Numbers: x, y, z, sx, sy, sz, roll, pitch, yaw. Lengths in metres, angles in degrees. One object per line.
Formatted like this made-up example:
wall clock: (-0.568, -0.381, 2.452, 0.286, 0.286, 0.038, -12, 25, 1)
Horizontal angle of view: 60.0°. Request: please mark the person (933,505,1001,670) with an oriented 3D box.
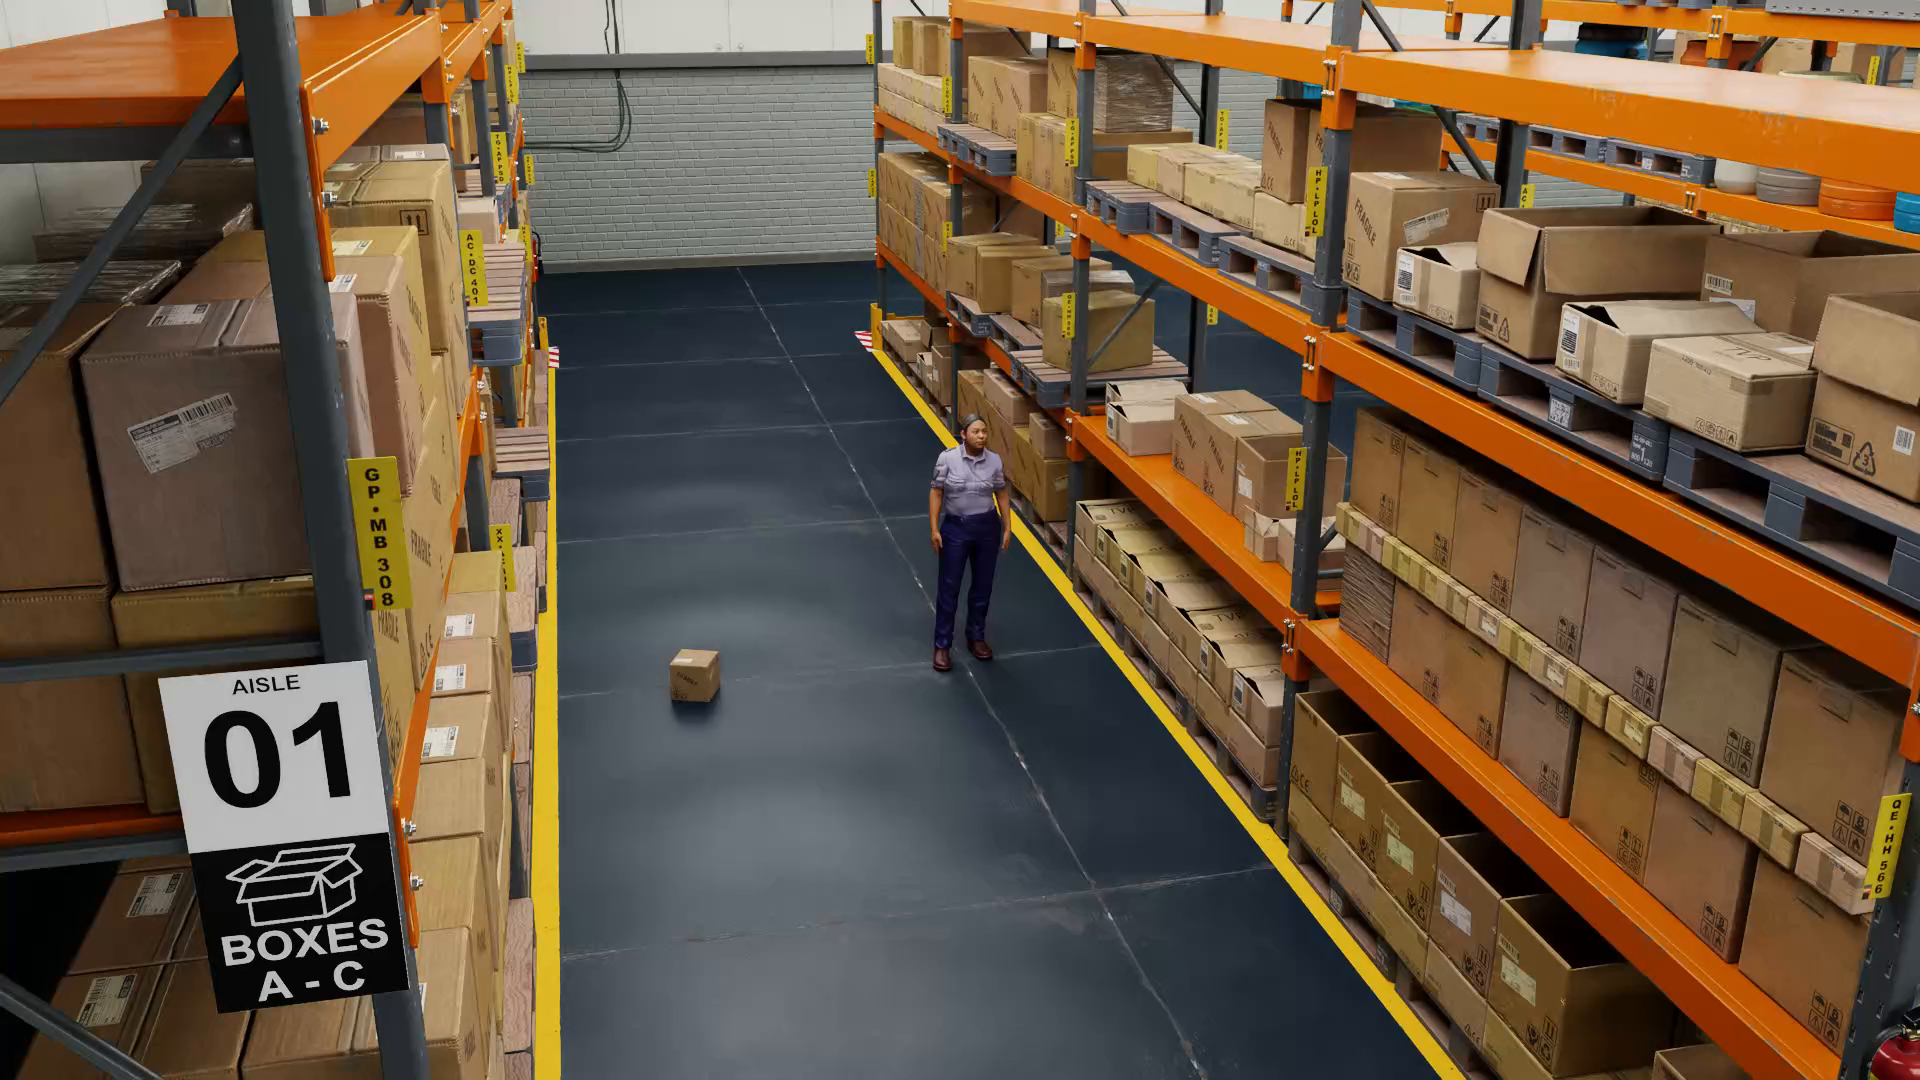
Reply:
person: (0.037, 0.292, 11.165, 0.525, 1.033, 0.500, -5, 20, -13)
